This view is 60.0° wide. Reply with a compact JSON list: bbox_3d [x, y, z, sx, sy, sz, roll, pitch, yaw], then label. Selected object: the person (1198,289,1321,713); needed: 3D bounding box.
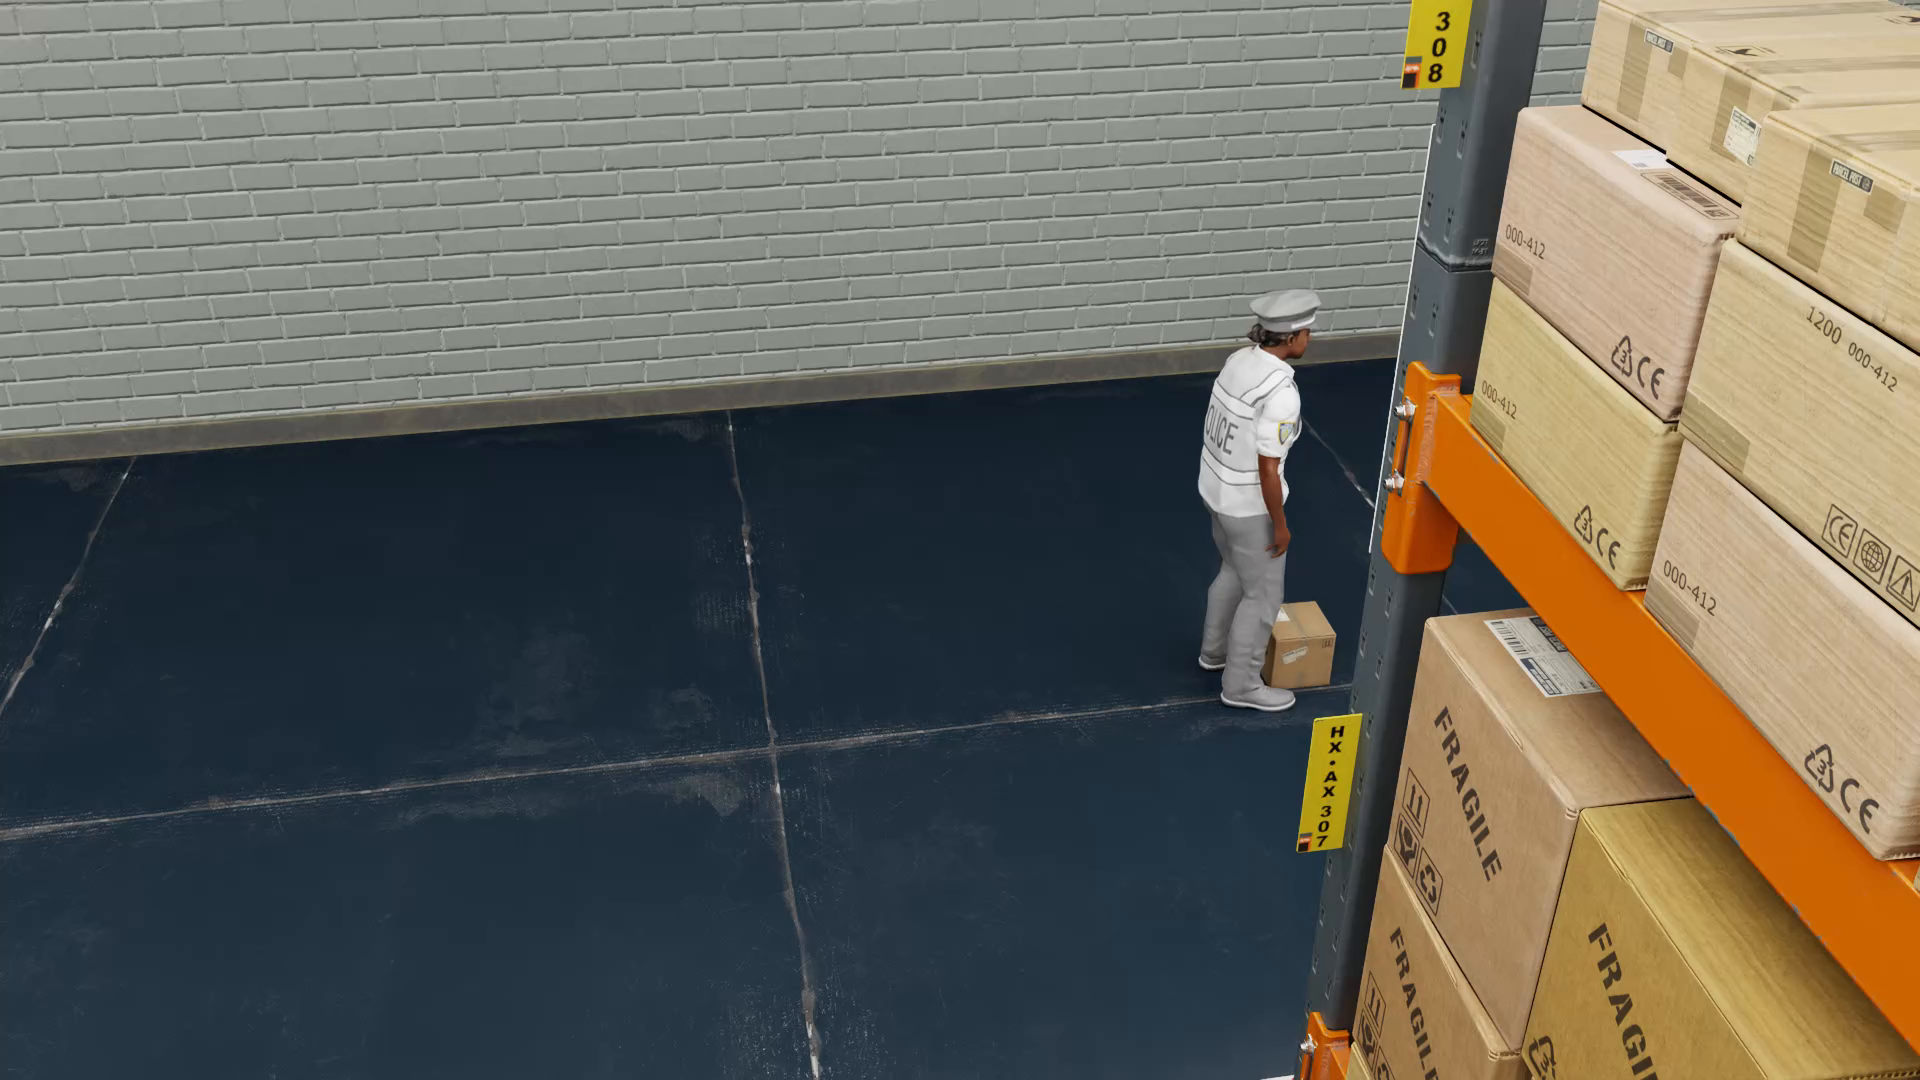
[{"bbox_3d":[1.128,-0.146,6.378,0.396,1.658,0.526,-7,32,-12],"label":"person"}]
